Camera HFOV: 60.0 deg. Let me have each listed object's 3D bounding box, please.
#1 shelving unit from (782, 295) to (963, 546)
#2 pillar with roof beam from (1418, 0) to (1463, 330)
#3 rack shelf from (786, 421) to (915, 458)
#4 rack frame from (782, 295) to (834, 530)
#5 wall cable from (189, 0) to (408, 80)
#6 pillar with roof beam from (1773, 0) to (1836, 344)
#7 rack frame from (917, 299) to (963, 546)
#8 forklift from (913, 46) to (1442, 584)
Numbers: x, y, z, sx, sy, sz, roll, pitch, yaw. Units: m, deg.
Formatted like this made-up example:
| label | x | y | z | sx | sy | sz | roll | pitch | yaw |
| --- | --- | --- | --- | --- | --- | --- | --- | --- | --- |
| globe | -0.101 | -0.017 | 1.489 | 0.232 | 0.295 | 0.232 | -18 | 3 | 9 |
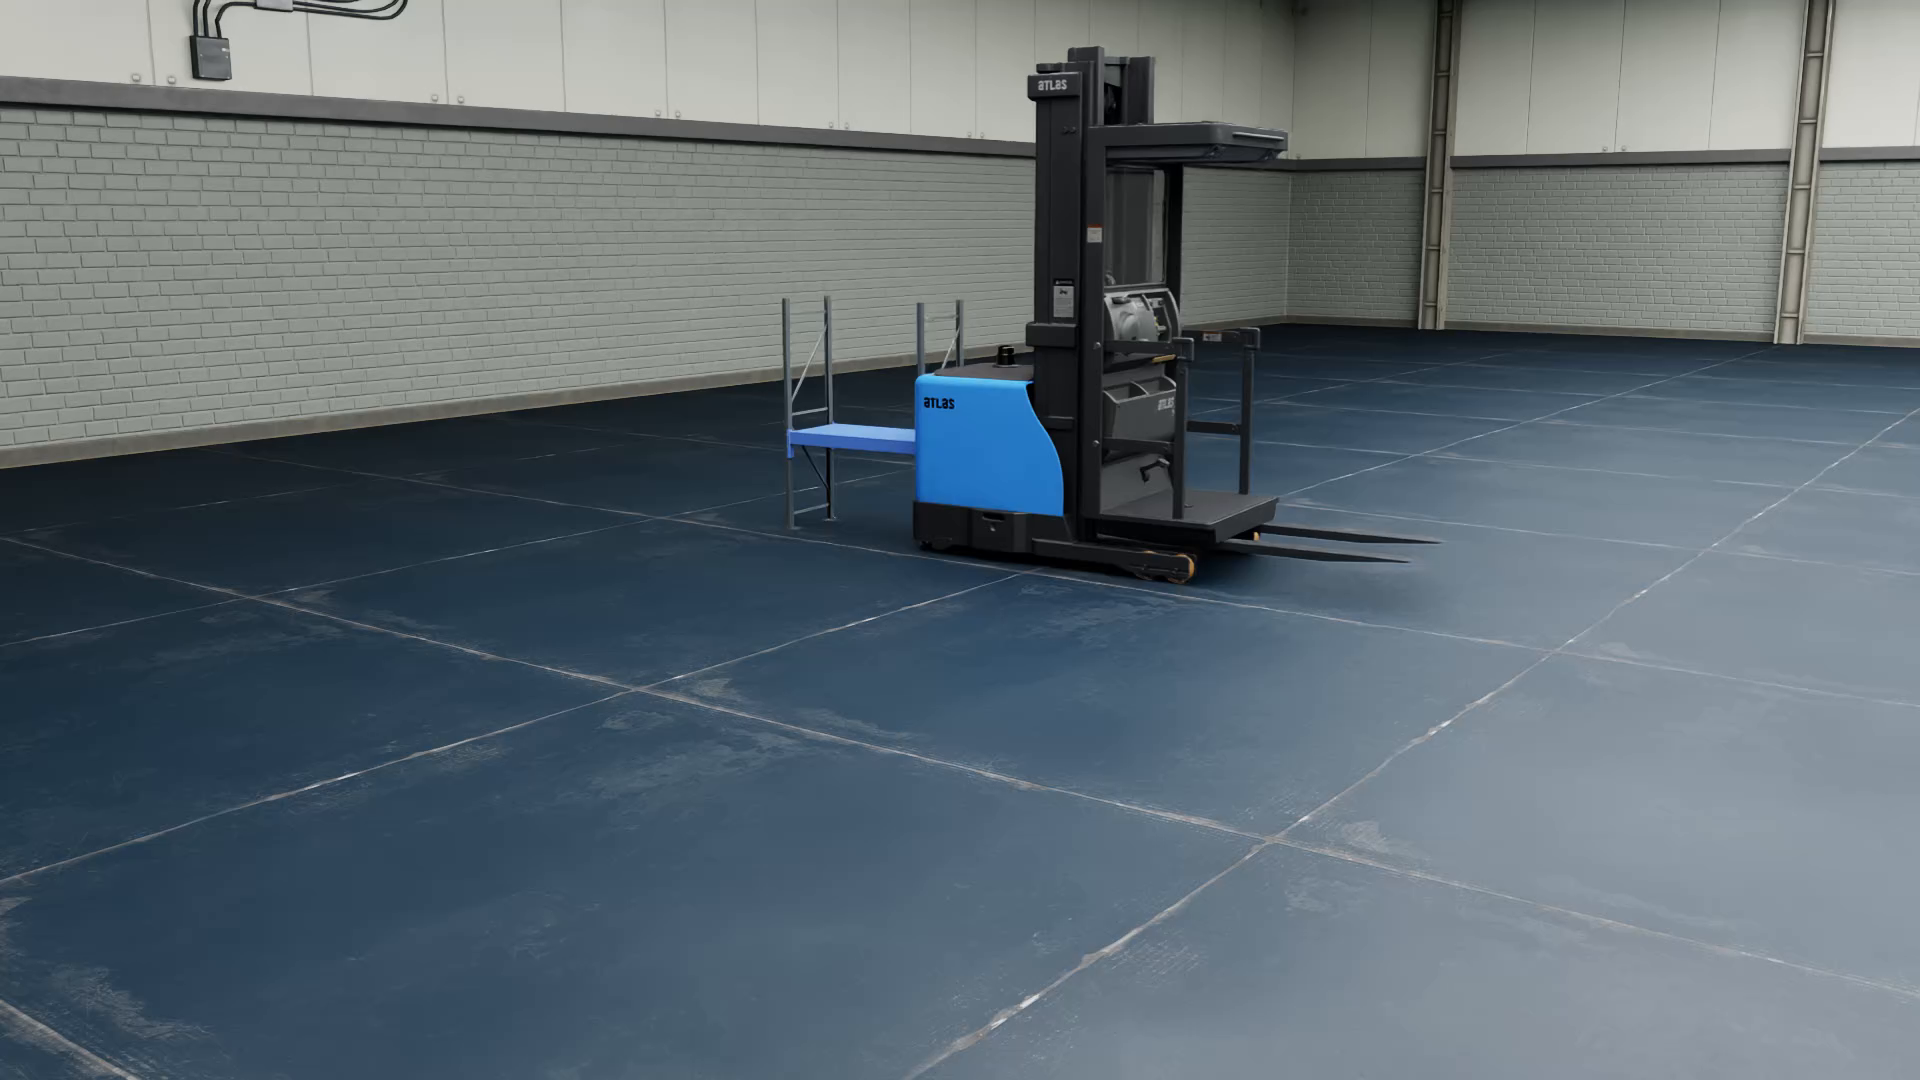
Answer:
| label | x | y | z | sx | sy | sz | roll | pitch | yaw |
| --- | --- | --- | --- | --- | --- | --- | --- | --- | --- |
| shelving unit | -0.557 | -0.791 | 10.671 | 1.048 | 1.500 | 0.538 | 6 | 13 | 30 |
| pillar with roof beam | 6.124 | -7.642 | 26.341 | 0.400 | 9.000 | 9.100 | 8 | 13 | 36 |
| rack shelf | -0.557 | -0.615 | 10.705 | 1.000 | 0.185 | 0.538 | 6 | 13 | 30 |
| rack frame | -0.993 | -0.841 | 10.927 | 0.032 | 1.500 | 0.500 | 6 | 13 | 30 |
| wall cable | -5.933 | -7.134 | 14.759 | 0.169 | 6.003 | 2.305 | 8 | 13 | 36 |
| pillar with roof beam | 10.960 | -6.968 | 22.854 | 0.400 | 9.000 | 9.100 | 8 | 13 | 36 |
| rack frame | -0.121 | -0.742 | 10.415 | 0.032 | 1.500 | 0.500 | 6 | 13 | 30 |
| forklift | 1.240 | -1.310 | 9.584 | 3.031 | 2.935 | 1.130 | 6 | 13 | 30 |
